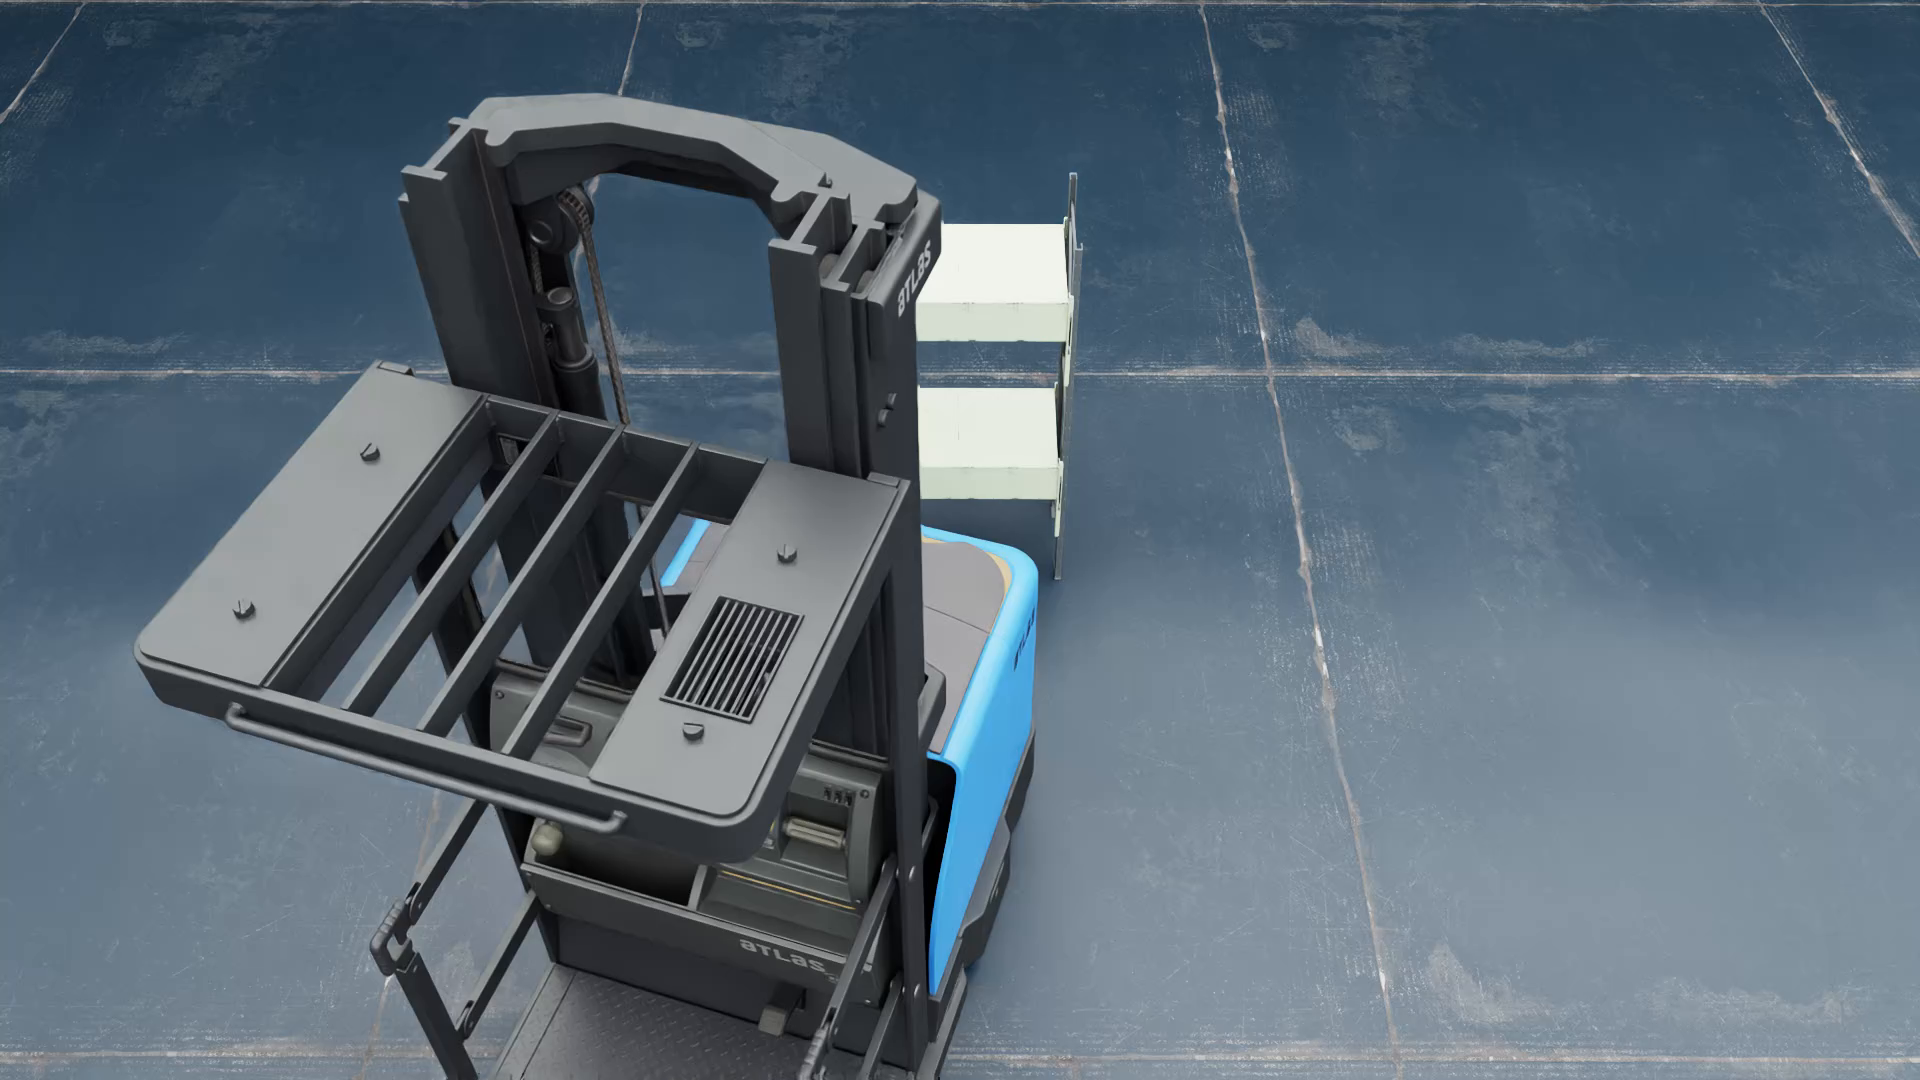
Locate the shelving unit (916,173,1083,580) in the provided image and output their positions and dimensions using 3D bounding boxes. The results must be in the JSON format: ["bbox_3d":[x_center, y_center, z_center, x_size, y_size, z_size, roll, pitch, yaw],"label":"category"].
[{"bbox_3d":[-0.007,-0.511,5.701,0.755,1.500,0.431,0,47,0],"label":"shelving unit"}]

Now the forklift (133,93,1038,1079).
[{"bbox_3d":[-0.695,0.687,3.608,1.130,2.935,3.031,13,48,12],"label":"forklift"}]

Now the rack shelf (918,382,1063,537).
[{"bbox_3d":[-0.007,-0.289,5.940,0.720,0.370,0.431,0,47,0],"label":"rack shelf"}]

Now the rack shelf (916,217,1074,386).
[{"bbox_3d":[-0.007,-0.777,5.415,0.720,0.370,0.431,0,47,0],"label":"rack shelf"}]

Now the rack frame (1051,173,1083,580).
[{"bbox_3d":[0.359,-0.510,5.700,0.023,1.500,0.400,0,47,0],"label":"rack frame"}]
